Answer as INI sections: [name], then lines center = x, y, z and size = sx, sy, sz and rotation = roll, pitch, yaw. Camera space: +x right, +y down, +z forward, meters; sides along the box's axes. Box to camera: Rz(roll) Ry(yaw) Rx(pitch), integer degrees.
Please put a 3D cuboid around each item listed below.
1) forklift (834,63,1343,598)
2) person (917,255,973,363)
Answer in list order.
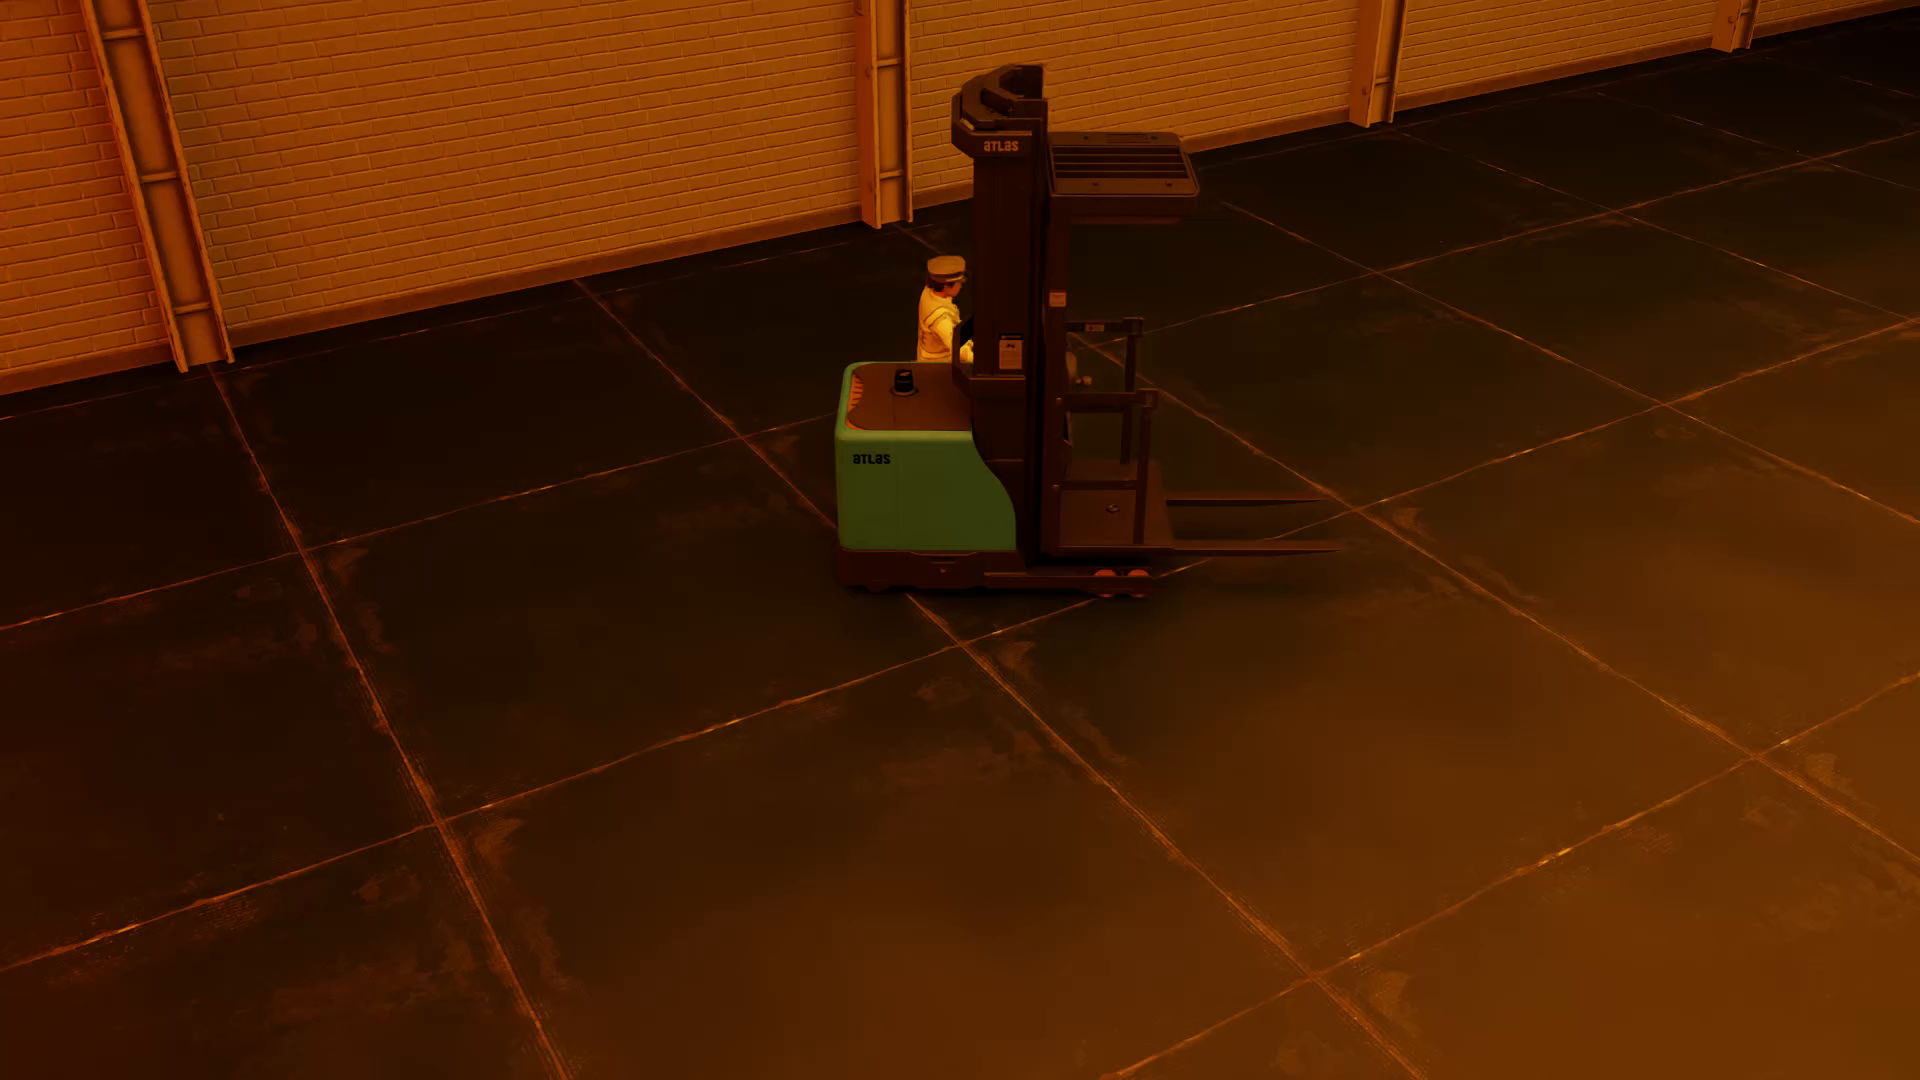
[forklift]
center = 0.785, -1.189, 9.632
size = 3.031, 2.935, 1.130
rotation = 0, 31, 0
[person]
center = 0.043, -1.168, 10.928
size = 0.630, 1.472, 0.729
rotation = -4, 31, -6
